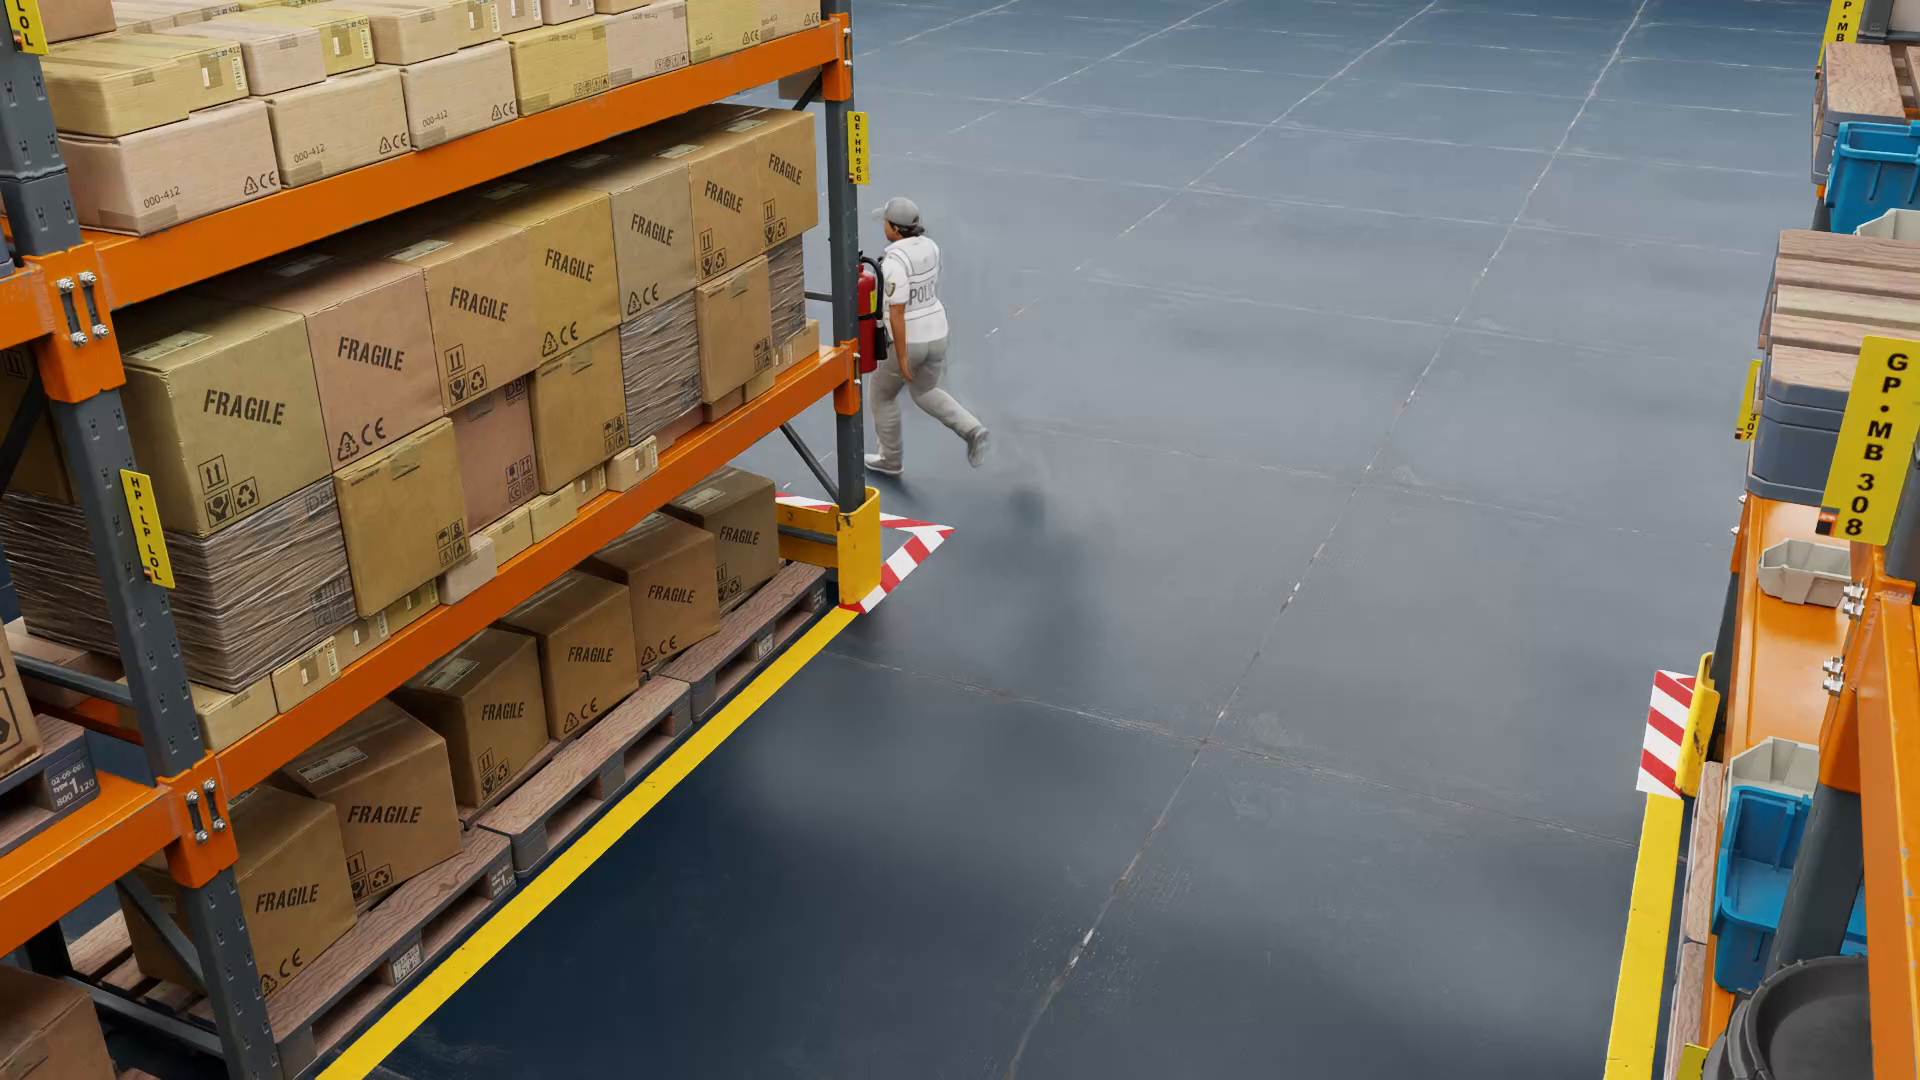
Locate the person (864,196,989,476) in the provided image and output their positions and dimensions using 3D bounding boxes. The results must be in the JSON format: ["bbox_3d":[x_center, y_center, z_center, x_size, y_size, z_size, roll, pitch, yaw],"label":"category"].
[{"bbox_3d":[-0.232,-1.112,9.343,0.761,1.631,0.503,17,31,31],"label":"person"}]
